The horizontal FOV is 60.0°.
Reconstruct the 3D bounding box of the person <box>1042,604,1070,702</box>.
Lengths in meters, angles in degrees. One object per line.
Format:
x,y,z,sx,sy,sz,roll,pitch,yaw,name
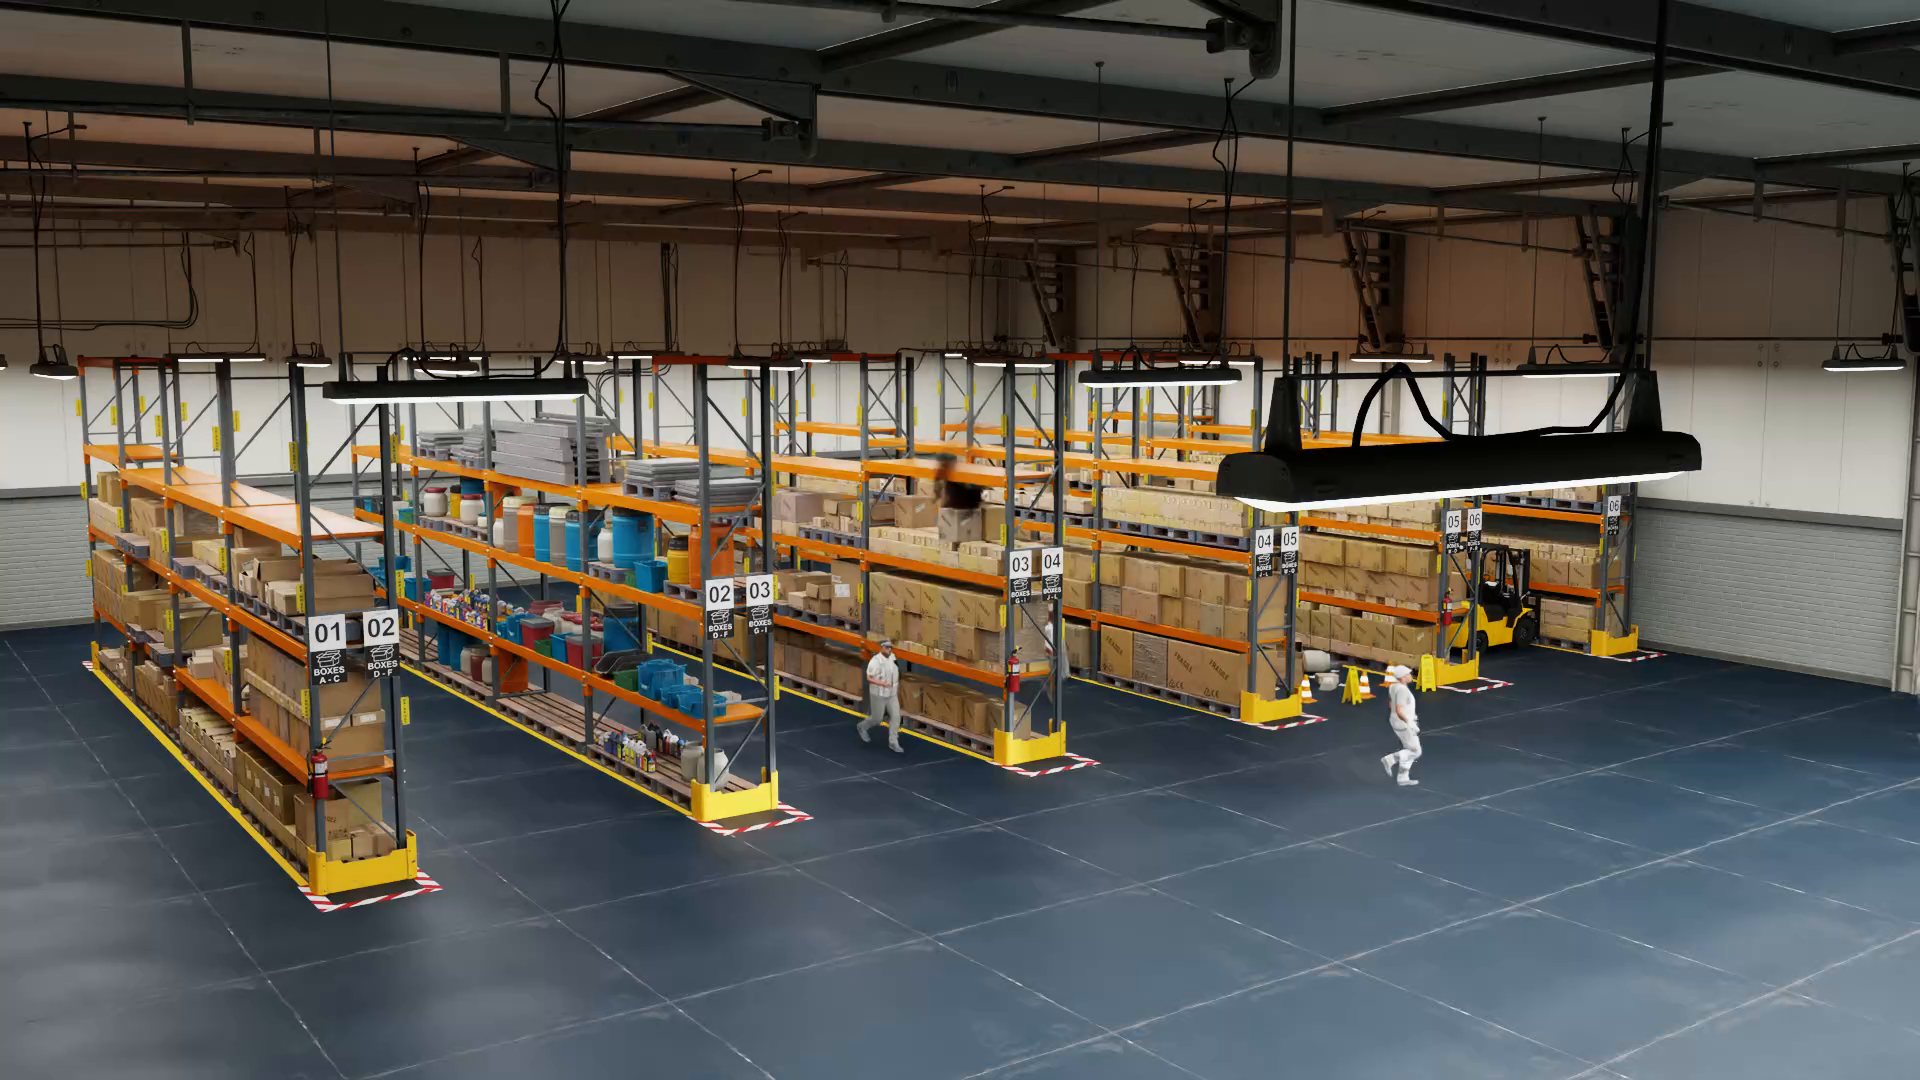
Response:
1.628,1.969,28.980,0.698,1.728,0.546,-6,9,-43,person

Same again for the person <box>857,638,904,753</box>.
-1.209,2.350,25.636,0.647,1.768,0.943,-6,9,-41,person

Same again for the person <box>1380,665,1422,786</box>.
6.238,2.631,23.560,0.592,1.741,0.672,0,7,0,person
